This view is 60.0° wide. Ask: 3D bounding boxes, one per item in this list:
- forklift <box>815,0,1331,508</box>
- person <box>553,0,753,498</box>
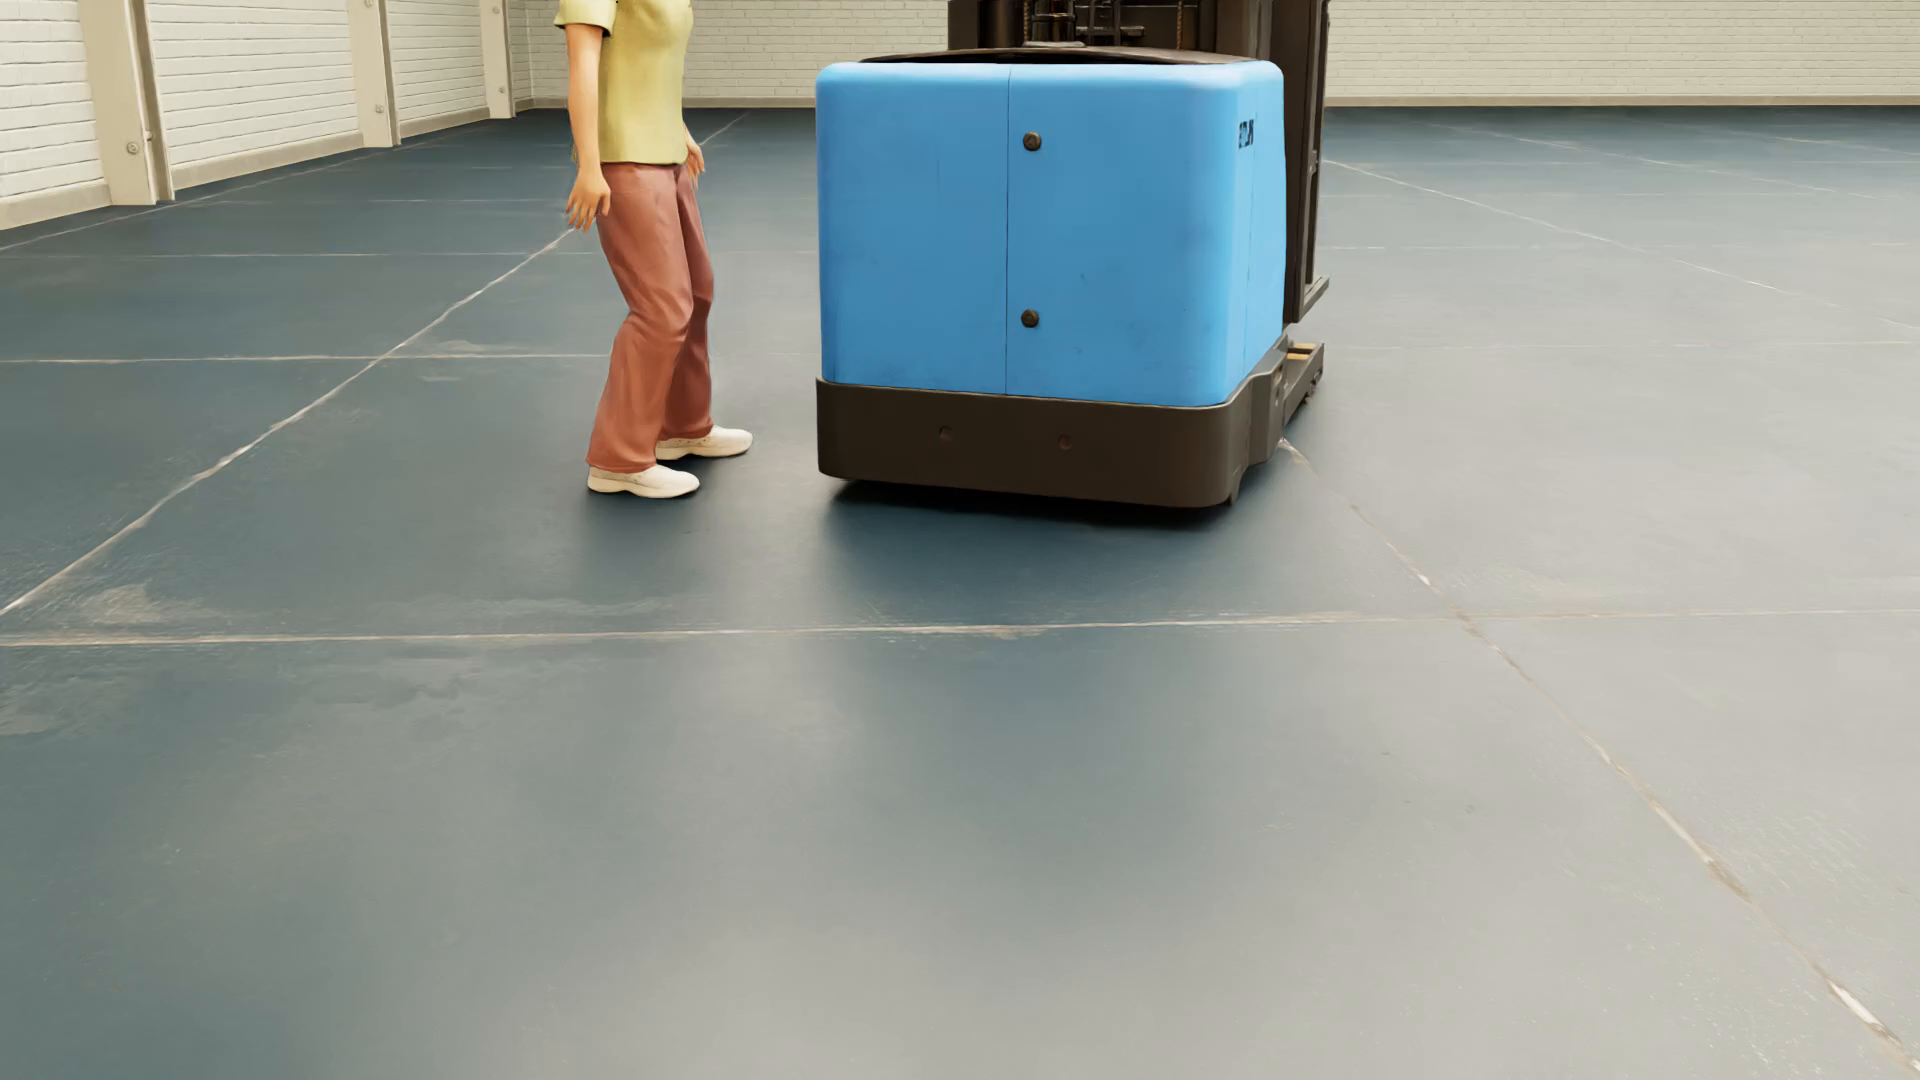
[{"bbox_3d":[0.582,-1.868,5.015,1.130,2.935,3.031,6,18,17],"label":"forklift"},{"bbox_3d":[-0.787,-0.944,4.194,0.369,1.650,0.737,1,17,2],"label":"person"}]
